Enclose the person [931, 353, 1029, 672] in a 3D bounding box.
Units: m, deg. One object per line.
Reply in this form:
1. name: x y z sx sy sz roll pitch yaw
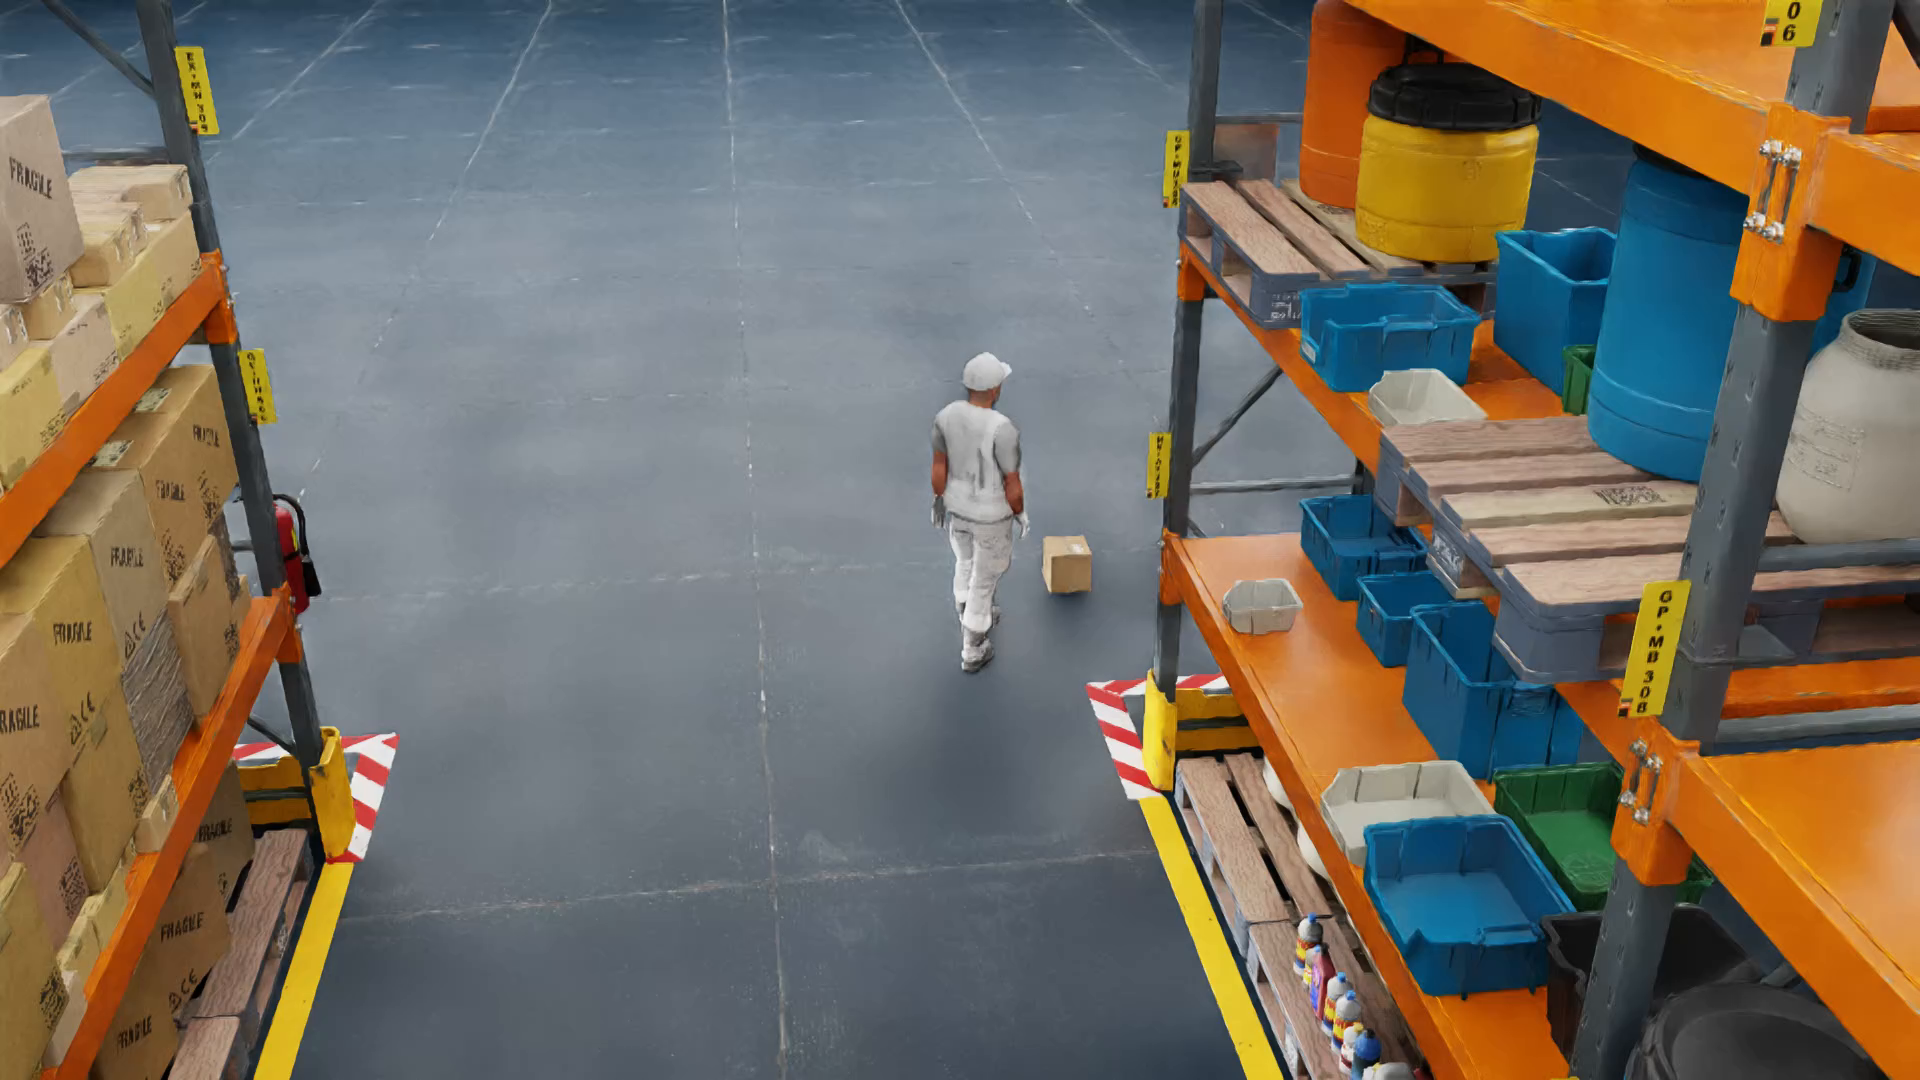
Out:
1. person: 0.168 -0.200 8.953 0.564 1.785 0.608 20 33 34
